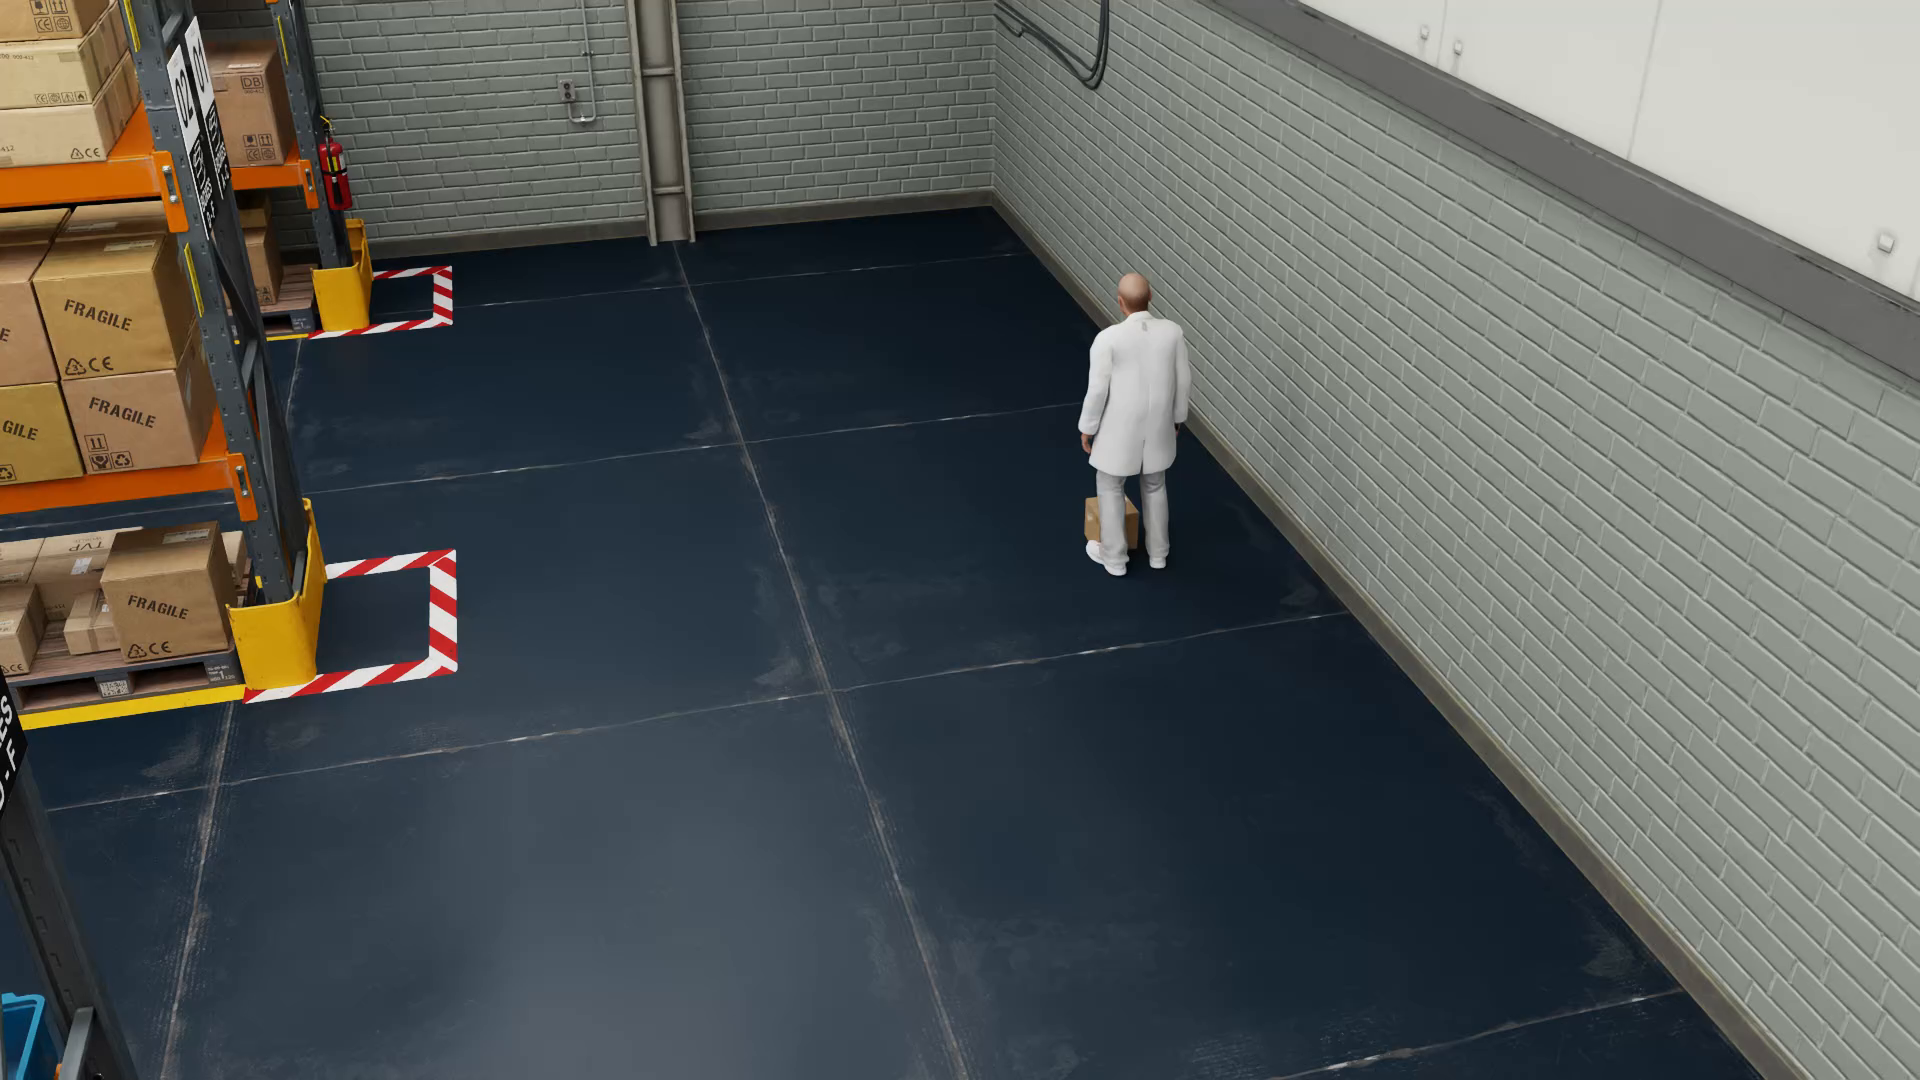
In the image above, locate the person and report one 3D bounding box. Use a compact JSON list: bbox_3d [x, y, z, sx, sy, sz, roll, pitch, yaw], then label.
[{"bbox_3d":[0.979,-0.644,9.381,0.649,1.774,0.417,-8,31,-14],"label":"person"}]
